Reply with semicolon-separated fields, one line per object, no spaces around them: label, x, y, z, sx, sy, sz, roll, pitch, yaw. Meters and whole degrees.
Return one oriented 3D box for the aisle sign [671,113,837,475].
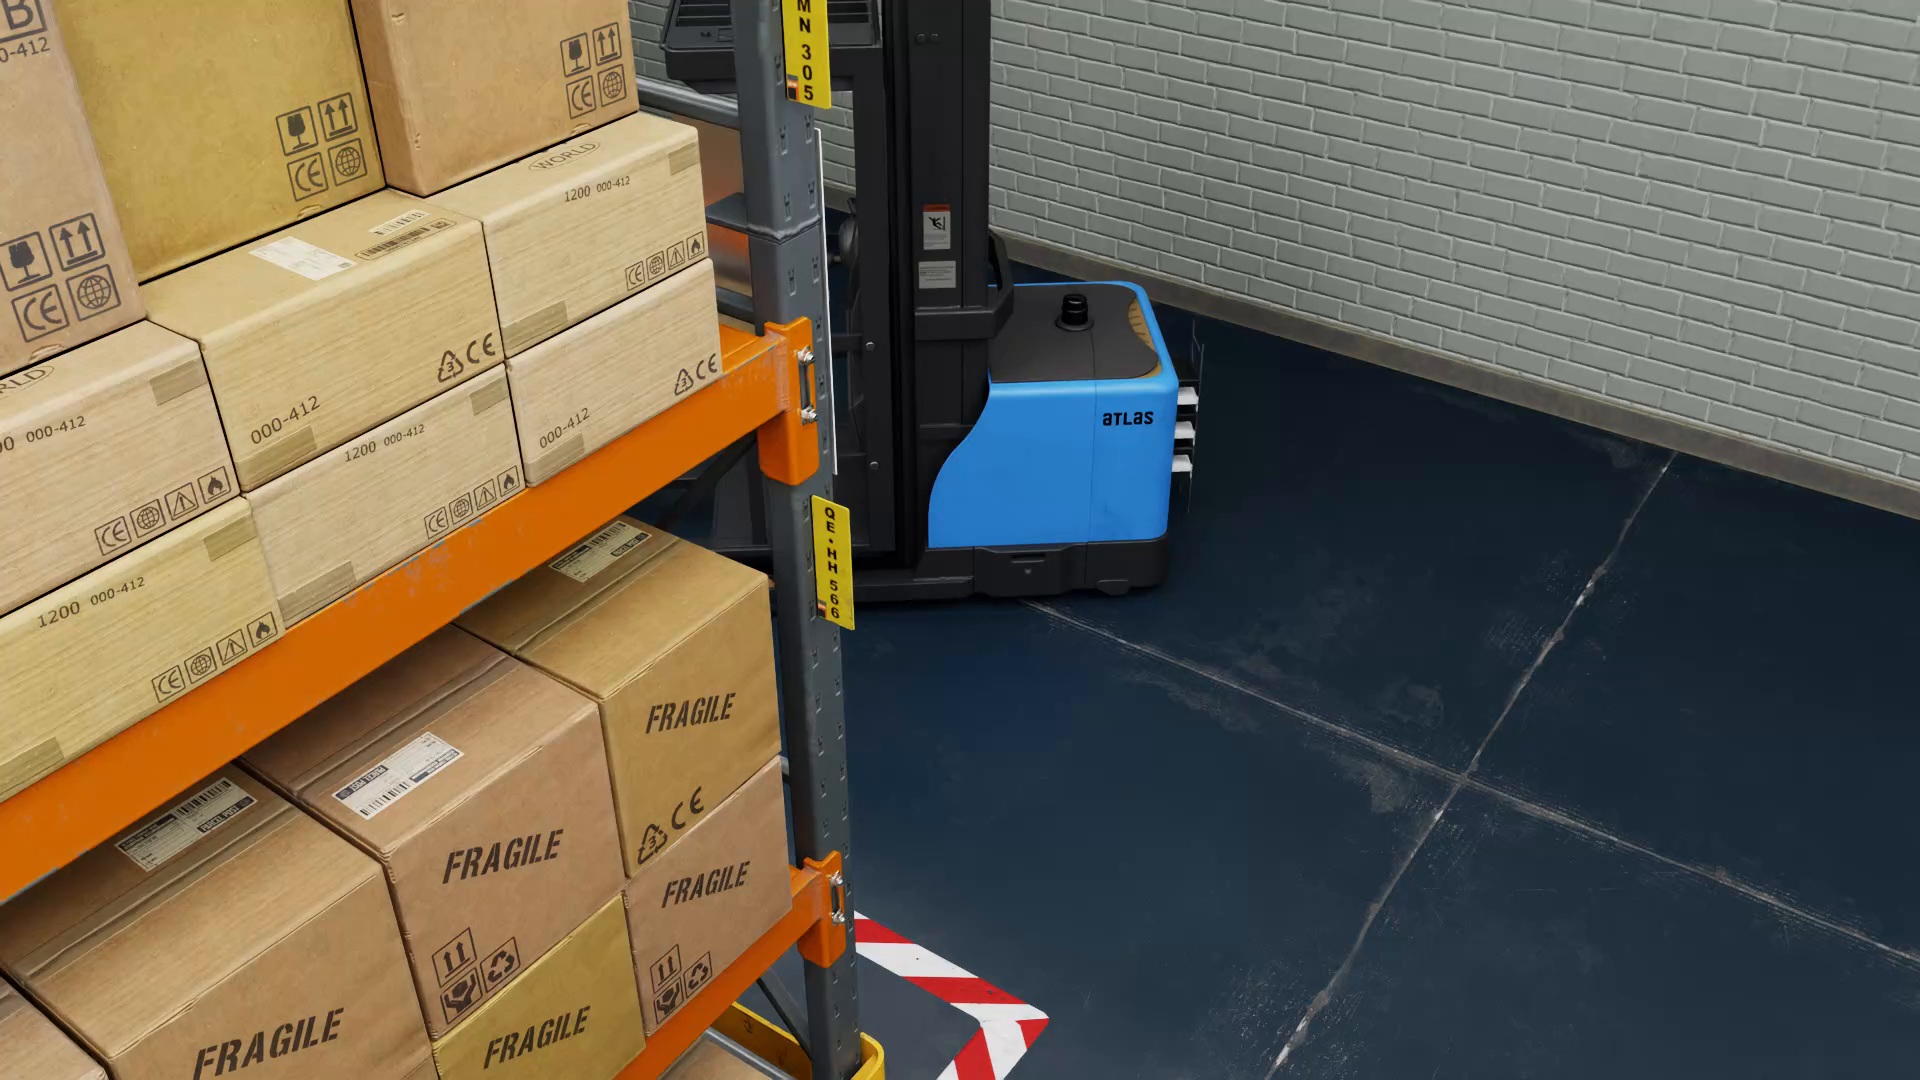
aisle sign;-0.434;-0.533;3.540;0.394;0.787;0.004;21;39;28

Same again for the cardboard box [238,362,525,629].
cardboard box;-1.095;-0.156;2.759;0.500;0.250;0.500;21;39;28

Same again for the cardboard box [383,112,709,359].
cardboard box;-0.808;-0.592;2.958;0.500;0.250;0.500;21;39;28

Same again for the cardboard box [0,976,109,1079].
cardboard box;-1.624;1.024;2.577;0.500;0.500;0.500;23;40;30

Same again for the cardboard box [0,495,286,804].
cardboard box;-1.369;0.078;2.413;0.500;0.250;0.500;21;39;28

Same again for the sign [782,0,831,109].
sign;-0.280;-0.946;3.002;0.100;0.325;0.005;21;39;28

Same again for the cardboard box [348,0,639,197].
cardboard box;-1.004;-0.979;2.861;0.700;0.500;0.500;21;39;28

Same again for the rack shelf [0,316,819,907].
rack shelf;-1.865;0.453;2.367;1.077;0.370;4.000;21;39;28

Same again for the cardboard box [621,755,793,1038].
cardboard box;-0.756;0.729;3.905;0.500;0.500;0.500;23;40;30

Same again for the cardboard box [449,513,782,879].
cardboard box;-0.752;0.314;3.626;0.500;0.500;0.500;21;39;28

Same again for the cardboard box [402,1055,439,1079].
cardboard box;-1.338;1.197;3.214;0.500;0.500;0.500;22;40;29

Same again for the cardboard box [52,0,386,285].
cardboard box;-1.359;-0.776;2.561;0.700;0.500;0.500;21;39;28

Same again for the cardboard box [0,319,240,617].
cardboard box;-1.381;-0.133;2.279;0.500;0.250;0.500;21;39;28

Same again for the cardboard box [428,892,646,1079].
cardboard box;-1.049;0.969;3.550;0.500;0.500;0.500;22;40;29

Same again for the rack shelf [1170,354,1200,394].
rack shelf;0.979;-0.760;7.648;0.200;0.077;0.258;-2;34;-3

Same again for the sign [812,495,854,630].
sign;-0.280;0.053;3.678;0.100;0.325;0.005;21;39;28

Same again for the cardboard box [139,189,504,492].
cardboard box;-1.093;-0.362;2.618;0.500;0.250;0.500;21;39;28

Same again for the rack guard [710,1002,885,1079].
rack guard;-0.768;1.548;5.015;1.175;0.500;0.348;21;39;28

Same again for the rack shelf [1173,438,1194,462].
rack shelf;0.979;-0.462;7.850;0.200;0.077;0.258;-2;34;-3

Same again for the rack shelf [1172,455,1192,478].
rack shelf;0.979;-0.387;7.900;0.200;0.077;0.258;-2;34;-3

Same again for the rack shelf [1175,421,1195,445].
rack shelf;0.979;-0.536;7.799;0.200;0.077;0.258;-2;34;-3

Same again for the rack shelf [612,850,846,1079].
rack shelf;-1.865;1.696;3.207;1.077;0.370;4.000;21;39;28

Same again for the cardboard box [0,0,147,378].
cardboard box;-1.556;-0.512;2.170;0.700;0.500;0.500;21;39;28

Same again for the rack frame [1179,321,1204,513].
rack frame;1.081;-0.568;7.786;0.006;0.900;0.240;-2;34;-3

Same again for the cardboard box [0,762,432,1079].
cardboard box;-1.332;0.787;2.926;0.500;0.500;0.500;22;40;29

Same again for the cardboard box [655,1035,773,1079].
cardboard box;-0.832;1.659;4.457;0.500;0.500;0.500;21;39;28

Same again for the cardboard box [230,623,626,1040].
cardboard box;-1.040;0.547;3.281;0.500;0.500;0.500;22;40;29

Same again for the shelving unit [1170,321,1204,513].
shelving unit;0.979;-0.564;7.781;0.210;0.900;0.258;-2;34;-3

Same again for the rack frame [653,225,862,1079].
rack frame;-0.725;0.477;4.367;1.000;3.000;0.127;21;39;28

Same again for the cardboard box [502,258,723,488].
cardboard box;-0.801;-0.382;3.094;0.500;0.250;0.500;21;39;28

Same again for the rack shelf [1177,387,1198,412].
rack shelf;0.979;-0.685;7.698;0.200;0.077;0.258;-2;34;-3

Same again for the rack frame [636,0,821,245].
rack frame;-0.725;-2.008;2.686;1.000;3.000;0.127;21;39;28

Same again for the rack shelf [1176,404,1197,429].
rack shelf;0.979;-0.611;7.749;0.200;0.077;0.258;-2;34;-3

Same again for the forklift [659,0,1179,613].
forklift;-0.622;-1.191;6.894;3.031;2.935;1.130;-2;34;-3
